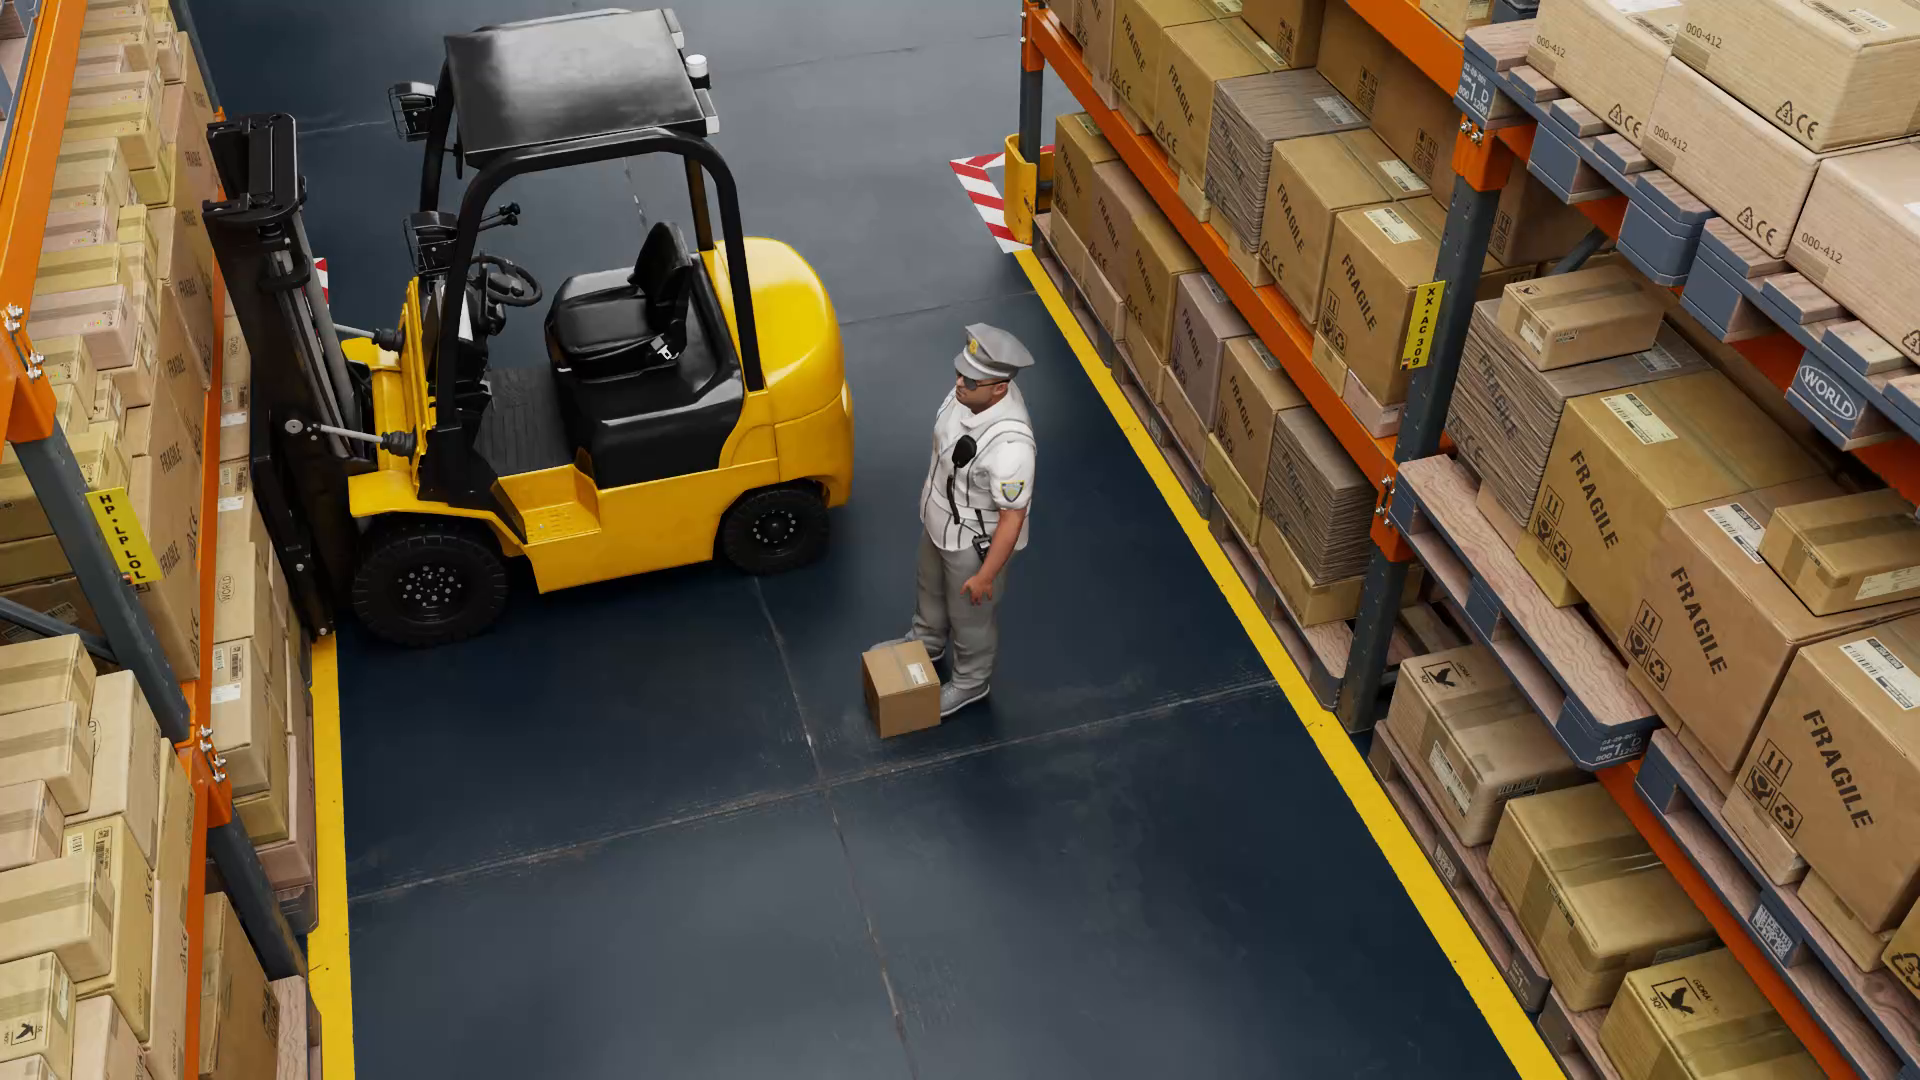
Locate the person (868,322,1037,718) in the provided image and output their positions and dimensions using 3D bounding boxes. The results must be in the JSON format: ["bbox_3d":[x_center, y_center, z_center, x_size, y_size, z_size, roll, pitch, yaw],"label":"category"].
[{"bbox_3d":[-0.038,-0.045,6.168,0.573,1.782,0.642,-12,43,-13],"label":"person"}]
